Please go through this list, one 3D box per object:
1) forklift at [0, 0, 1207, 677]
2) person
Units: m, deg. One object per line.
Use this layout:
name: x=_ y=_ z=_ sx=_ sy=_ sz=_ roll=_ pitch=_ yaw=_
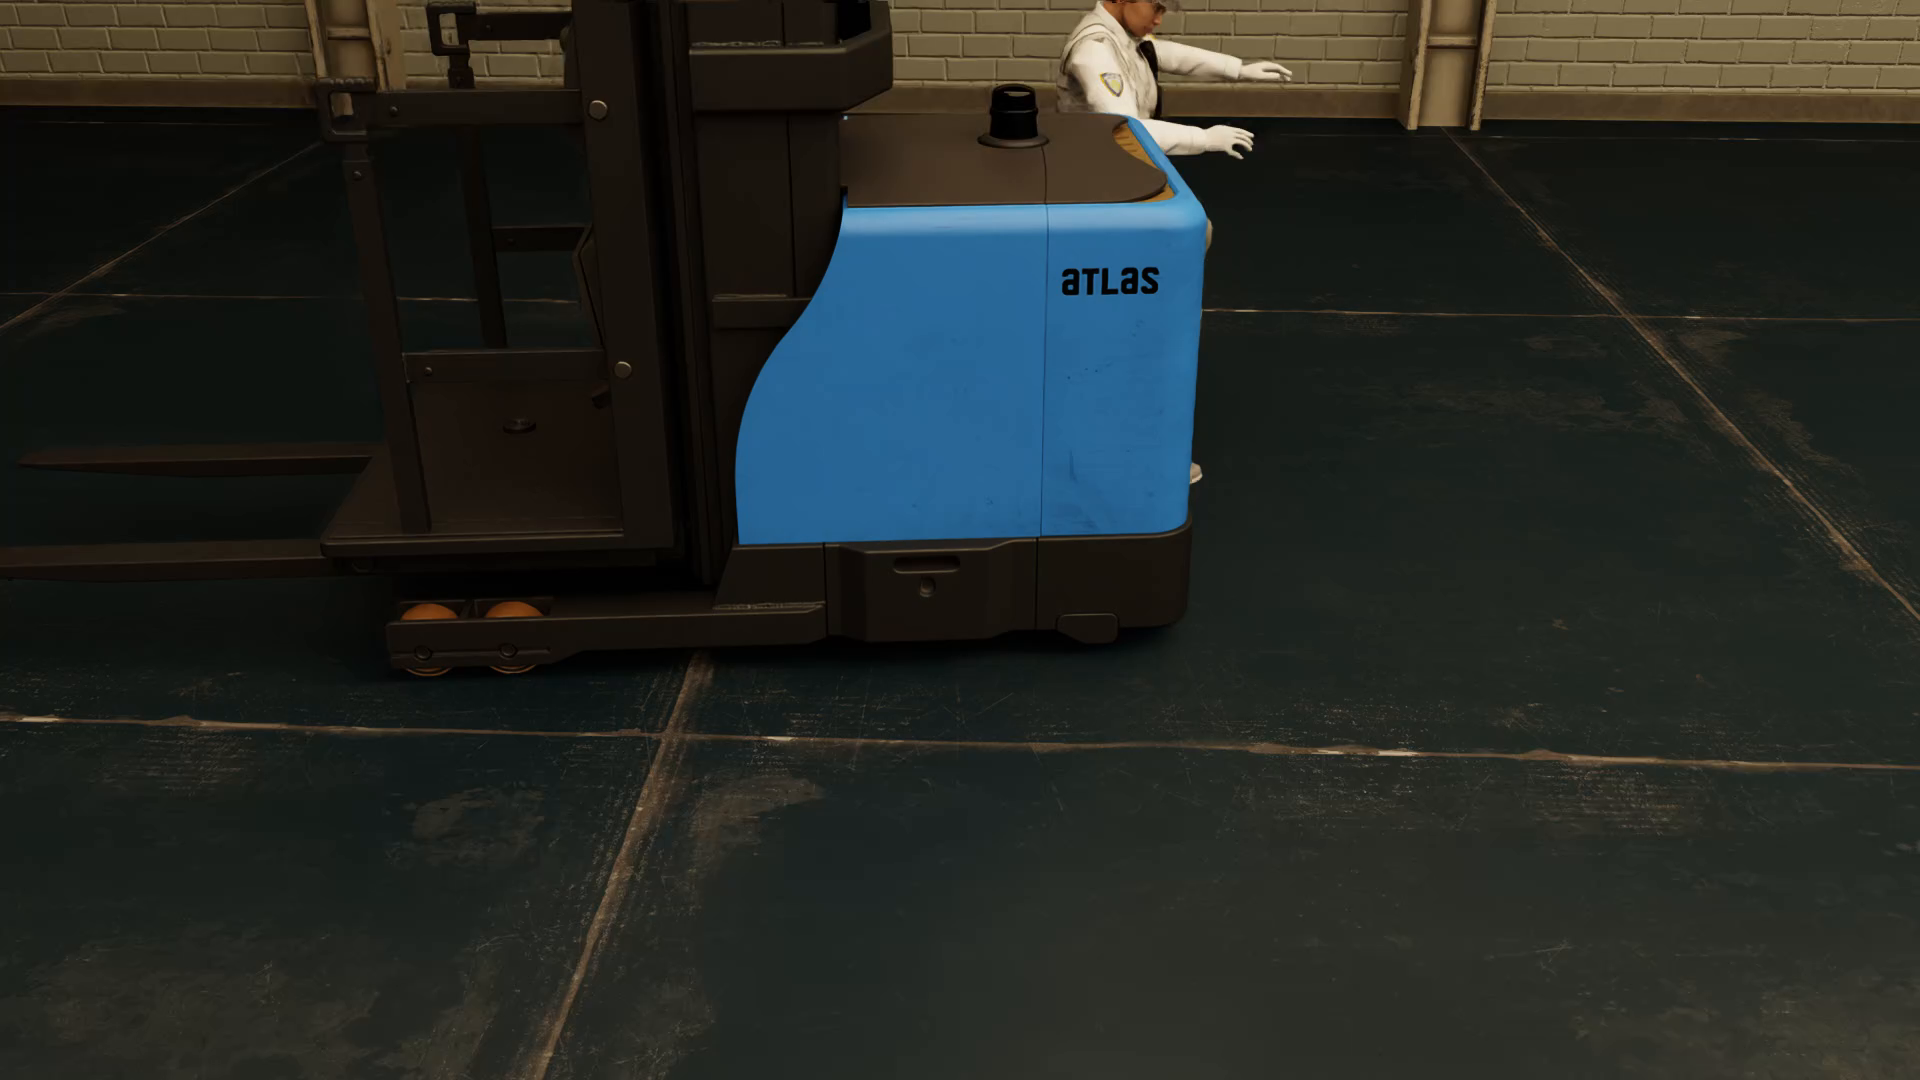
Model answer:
forklift: x=-0.988 y=-1.238 z=3.717 sx=3.031 sy=2.935 sz=1.130 roll=-2 pitch=26 yaw=-3
person: x=0.599 y=-1.070 z=5.076 sx=0.631 sy=1.461 sz=1.139 roll=10 pitch=28 yaw=19
